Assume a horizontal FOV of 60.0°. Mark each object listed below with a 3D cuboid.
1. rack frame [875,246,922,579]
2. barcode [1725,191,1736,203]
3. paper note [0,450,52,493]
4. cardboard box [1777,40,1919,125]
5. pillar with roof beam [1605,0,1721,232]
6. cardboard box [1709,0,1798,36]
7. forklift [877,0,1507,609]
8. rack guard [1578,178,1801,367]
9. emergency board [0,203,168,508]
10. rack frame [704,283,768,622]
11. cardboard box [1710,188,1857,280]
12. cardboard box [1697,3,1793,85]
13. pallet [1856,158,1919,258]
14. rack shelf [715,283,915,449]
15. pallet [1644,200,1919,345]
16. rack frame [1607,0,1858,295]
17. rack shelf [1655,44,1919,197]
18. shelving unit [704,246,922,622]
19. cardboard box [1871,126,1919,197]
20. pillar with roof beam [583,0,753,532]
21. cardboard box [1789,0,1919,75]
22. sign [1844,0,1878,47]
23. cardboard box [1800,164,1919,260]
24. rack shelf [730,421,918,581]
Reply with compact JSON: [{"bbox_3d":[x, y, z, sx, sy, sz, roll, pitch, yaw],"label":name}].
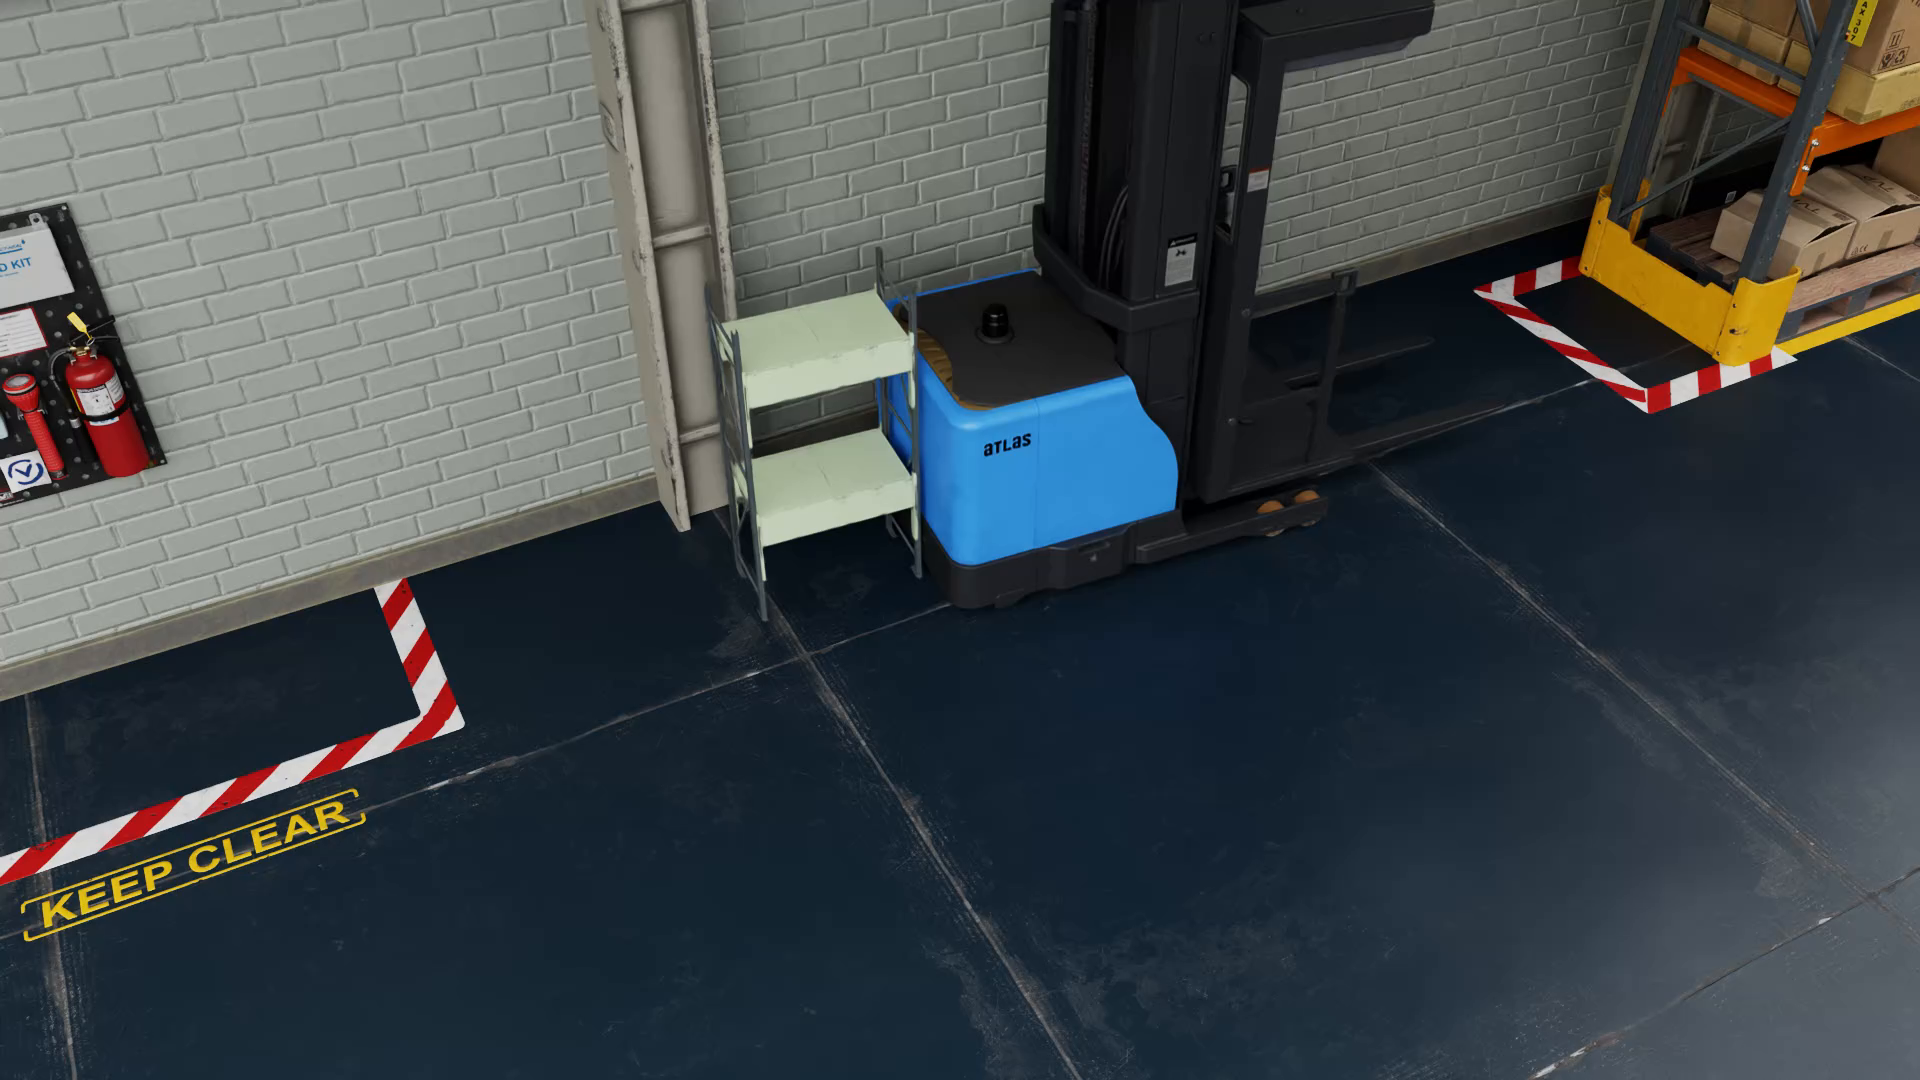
[{"bbox_3d":[-0.261,-0.517,7.189,0.023,1.500,0.400,-15,43,-17],"label":"rack frame"},{"bbox_3d":[4.381,-1.949,9.453,0.075,0.075,0.001,-19,44,-21],"label":"barcode"},{"bbox_3d":[-3.604,-0.263,6.410,0.142,0.148,0.016,-19,44,-21],"label":"paper note"},{"bbox_3d":[4.474,-2.329,8.269,0.500,0.250,0.500,-20,44,-22],"label":"cardboard box"},{"bbox_3d":[6.104,-2.942,4.249,0.400,9.000,9.100,-19,44,-21],"label":"pillar with roof beam"},{"bbox_3d":[4.214,-2.914,8.379,0.500,0.500,0.500,-19,44,-21],"label":"cardboard box"},{"bbox_3d":[1.175,-1.435,7.166,3.031,2.935,1.130,-15,43,-17],"label":"forklift"},{"bbox_3d":[3.962,-1.483,9.104,0.348,0.500,1.175,-19,44,-21],"label":"rack guard"},{"bbox_3d":[-3.415,-0.613,6.141,0.643,1.169,0.194,-19,44,-21],"label":"emergency board"},{"bbox_3d":[-0.934,-0.331,6.969,0.023,1.500,0.400,-15,43,-17],"label":"rack frame"},{"bbox_3d":[4.549,-1.711,9.179,0.500,0.311,0.500,-24,46,-25],"label":"cardboard box"},{"bbox_3d":[4.219,-2.615,8.608,0.500,0.250,0.500,-18,43,-20],"label":"cardboard box"},{"bbox_3d":[5.779,-1.957,9.887,1.213,0.211,1.003,-19,44,-21],"label":"pallet"},{"bbox_3d":[-0.597,-0.722,6.827,0.720,0.370,0.431,-15,43,-17],"label":"rack shelf"},{"bbox_3d":[4.699,-1.595,9.460,1.213,0.211,1.003,-19,44,-21],"label":"pallet"},{"bbox_3d":[3.894,-2.414,8.270,0.127,3.000,1.000,-19,44,-21],"label":"rack frame"},{"bbox_3d":[5.668,-2.737,9.207,4.000,0.370,1.077,-19,44,-21],"label":"rack shelf"},{"bbox_3d":[-0.597,-0.424,7.079,0.755,1.500,0.431,-15,43,-17],"label":"shelving unit"},{"bbox_3d":[5.729,-2.144,9.544,0.500,0.500,0.700,-21,45,-23],"label":"cardboard box"},{"bbox_3d":[0.783,-1.151,2.134,0.400,9.000,9.100,-19,44,-21],"label":"pillar with roof beam"},{"bbox_3d":[4.457,-2.621,8.034,0.500,0.500,0.500,-19,44,-21],"label":"cardboard box"},{"bbox_3d":[4.145,-2.434,7.623,0.005,0.325,0.100,-19,44,-21],"label":"sign"},{"bbox_3d":[5.055,-1.881,9.380,0.500,0.311,0.500,-15,43,-17],"label":"cardboard box"},{"bbox_3d":[-0.597,-0.175,7.290,0.720,0.370,0.431,-15,43,-17],"label":"rack shelf"}]
